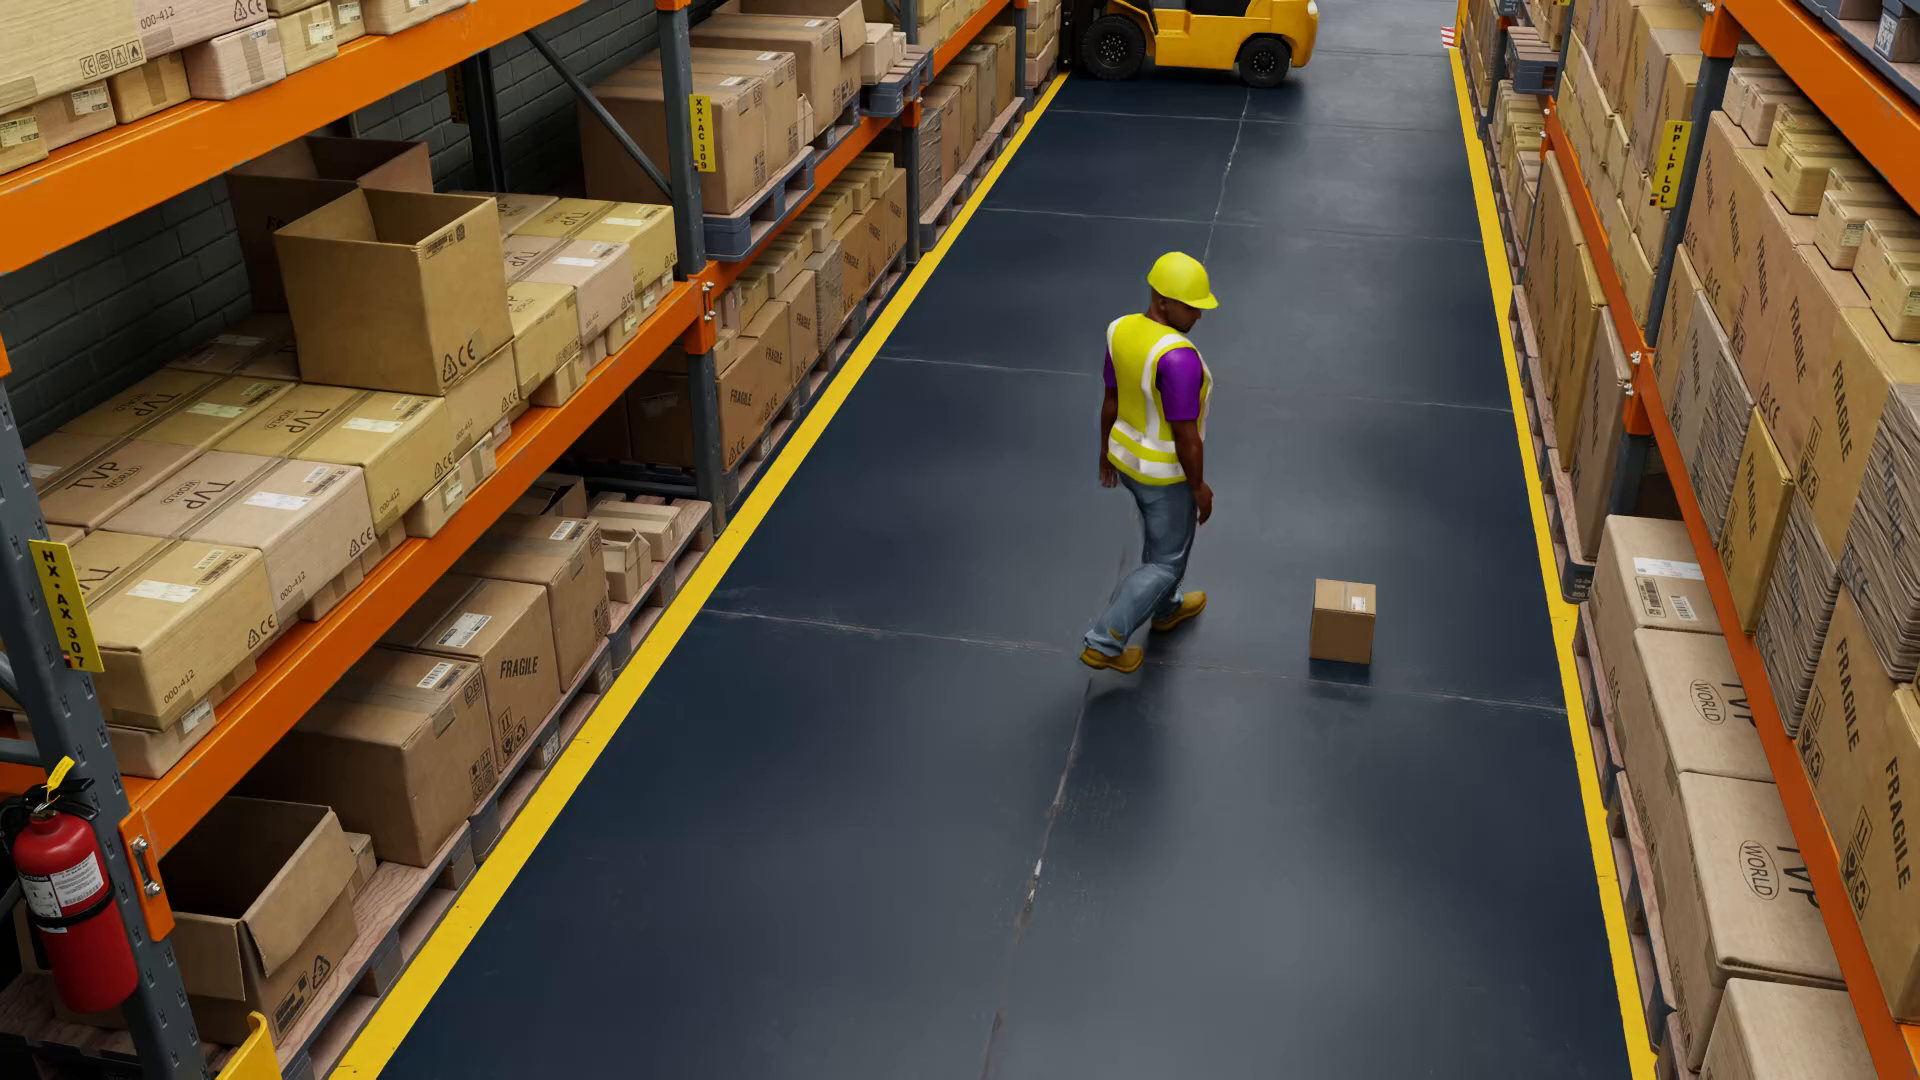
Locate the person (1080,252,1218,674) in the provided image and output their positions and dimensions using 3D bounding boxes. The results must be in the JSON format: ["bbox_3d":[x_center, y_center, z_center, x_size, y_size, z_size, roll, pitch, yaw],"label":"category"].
[{"bbox_3d":[0.789,-0.300,6.643,0.835,1.750,0.605,-13,31,-23],"label":"person"}]
